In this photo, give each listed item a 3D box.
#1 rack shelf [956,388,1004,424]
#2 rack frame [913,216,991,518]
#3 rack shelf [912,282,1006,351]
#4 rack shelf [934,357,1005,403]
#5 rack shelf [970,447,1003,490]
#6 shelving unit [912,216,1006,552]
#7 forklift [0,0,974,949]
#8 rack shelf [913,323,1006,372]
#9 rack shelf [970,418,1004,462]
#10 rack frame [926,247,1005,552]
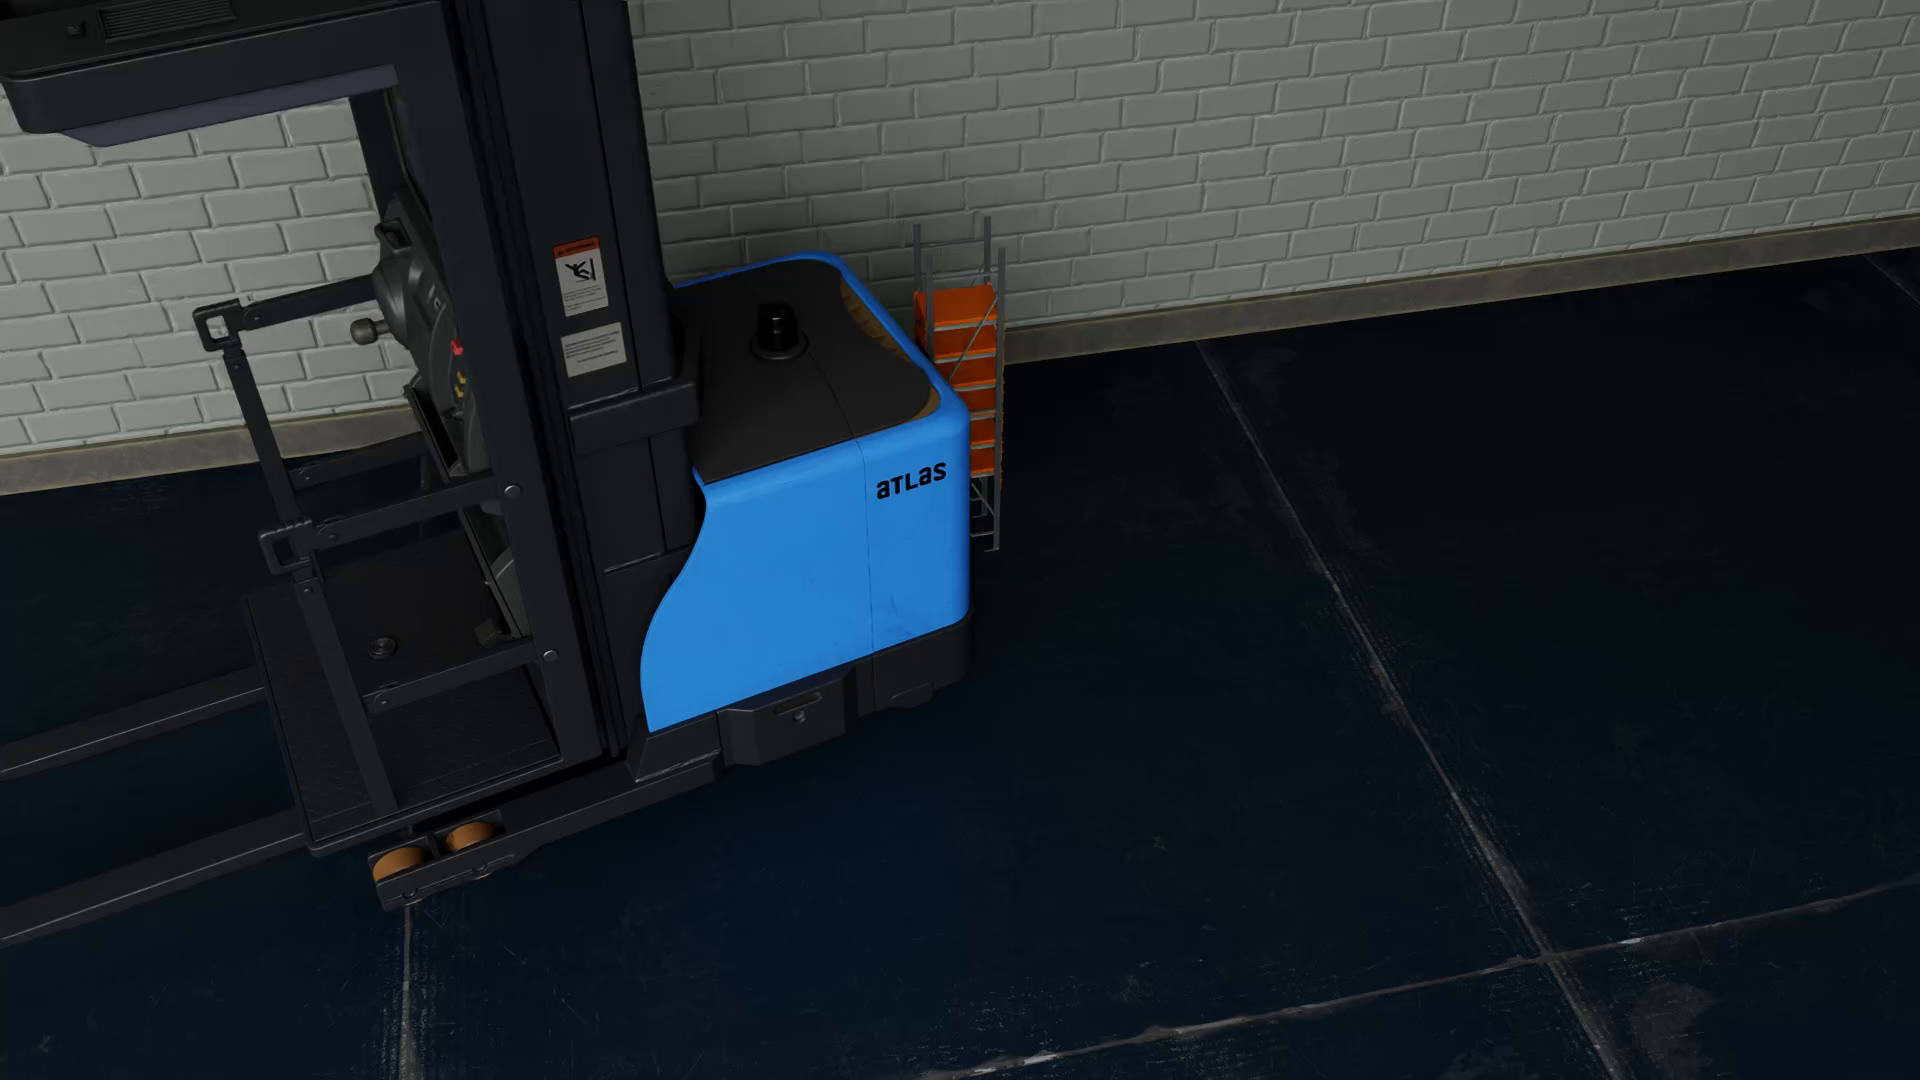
[{"bbox_3d":[-0.003,-0.425,5.392,0.258,0.103,0.180,-8,42,-9],"label":"rack shelf"},{"bbox_3d":[-0.023,-0.517,5.429,0.240,1.200,0.006,-8,42,-9],"label":"rack frame"},{"bbox_3d":[-0.003,-0.694,5.153,0.258,0.103,0.180,-8,42,-9],"label":"rack shelf"},{"bbox_3d":[-0.003,-0.515,5.312,0.258,0.103,0.180,-8,42,-9],"label":"rack shelf"},{"bbox_3d":[-0.003,-0.245,5.551,0.258,0.103,0.180,-8,42,-9],"label":"rack shelf"},{"bbox_3d":[-0.003,-0.458,5.362,0.258,1.200,0.189,-8,42,-9],"label":"shelving unit"},{"bbox_3d":[-1.507,-0.487,4.090,3.031,2.935,1.130,-19,45,-20],"label":"forklift"},{"bbox_3d":[-0.003,-0.604,5.232,0.258,0.103,0.180,-8,42,-9],"label":"rack shelf"},{"bbox_3d":[-0.003,-0.335,5.471,0.258,0.103,0.180,-8,42,-9],"label":"rack shelf"},{"bbox_3d":[0.017,-0.399,5.295,0.240,1.200,0.006,-8,42,-9],"label":"rack frame"}]
